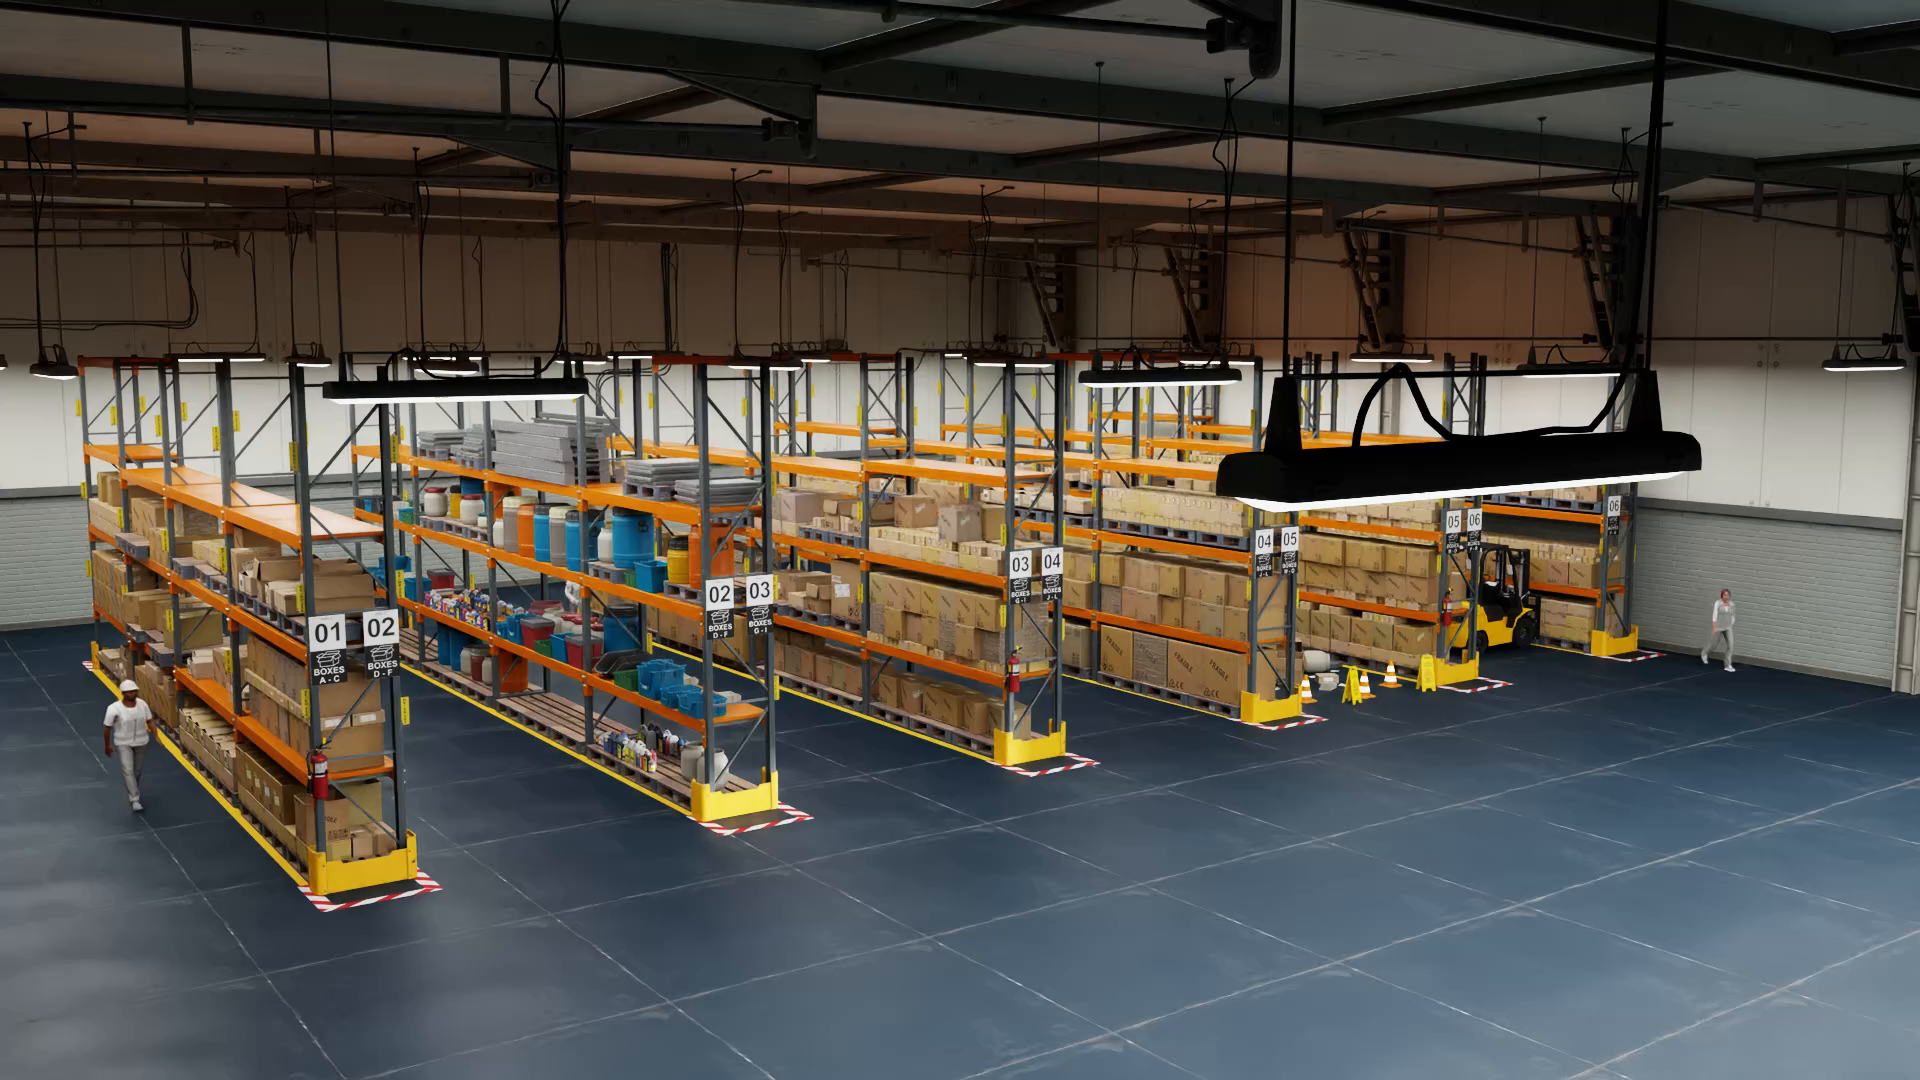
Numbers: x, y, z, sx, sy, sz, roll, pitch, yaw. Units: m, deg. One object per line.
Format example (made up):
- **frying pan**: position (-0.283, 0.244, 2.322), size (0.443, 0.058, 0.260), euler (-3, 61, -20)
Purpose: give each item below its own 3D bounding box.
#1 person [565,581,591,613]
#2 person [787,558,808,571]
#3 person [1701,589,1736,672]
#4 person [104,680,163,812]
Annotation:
- **person**: position (-8.021, 1.308, 34.975), size (0.628, 1.597, 0.699), euler (-3, 8, -25)
- **person**: position (-4.088, 0.221, 43.153), size (0.991, 1.743, 0.579), euler (-1, 7, -9)
- **person**: position (14.560, 1.687, 31.796), size (0.461, 1.554, 0.830), euler (-1, 7, -8)
- **person**: position (-11.199, 2.744, 22.523), size (0.681, 1.710, 1.081), euler (-5, 9, -38)
